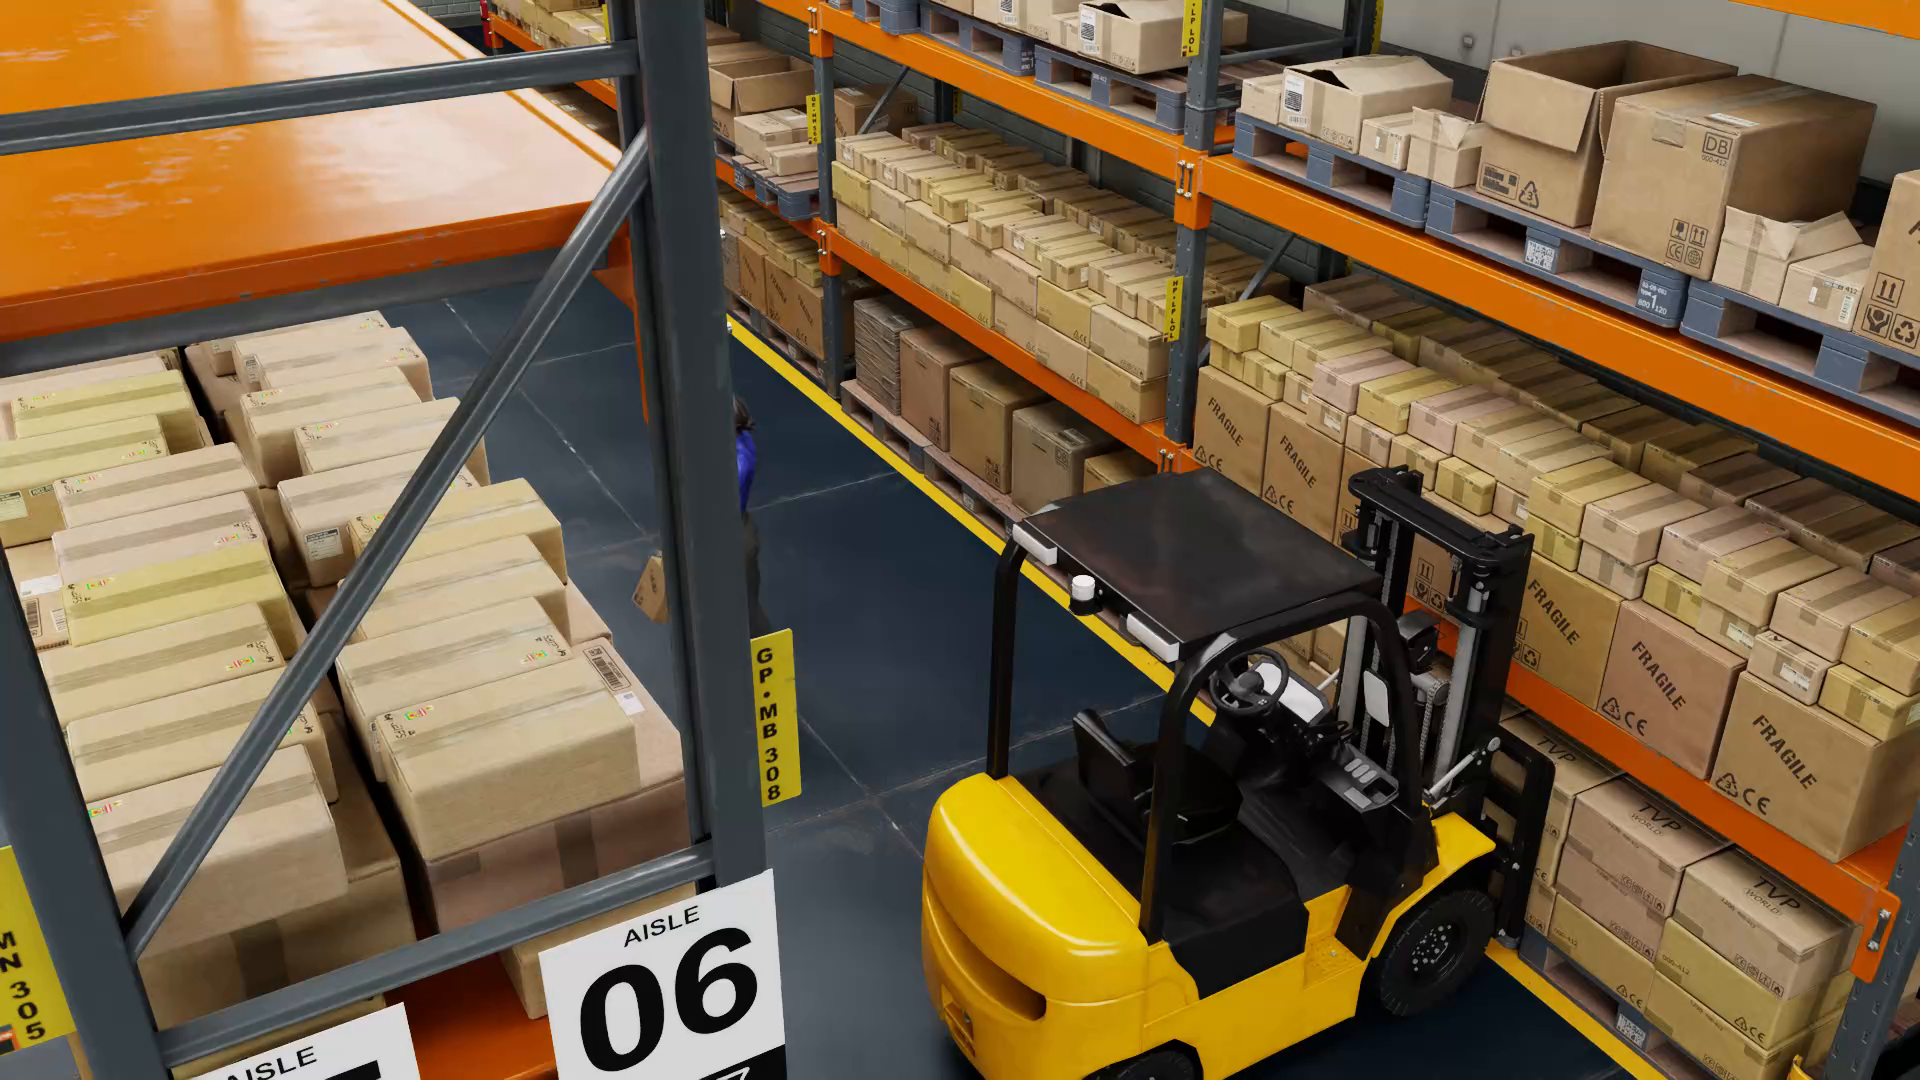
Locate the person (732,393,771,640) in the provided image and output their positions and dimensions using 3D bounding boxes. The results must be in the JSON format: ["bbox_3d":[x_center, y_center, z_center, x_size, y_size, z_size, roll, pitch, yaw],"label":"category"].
[{"bbox_3d":[-1.243,0.008,8.534,0.523,1.653,0.506,-3,29,-5],"label":"person"}]
